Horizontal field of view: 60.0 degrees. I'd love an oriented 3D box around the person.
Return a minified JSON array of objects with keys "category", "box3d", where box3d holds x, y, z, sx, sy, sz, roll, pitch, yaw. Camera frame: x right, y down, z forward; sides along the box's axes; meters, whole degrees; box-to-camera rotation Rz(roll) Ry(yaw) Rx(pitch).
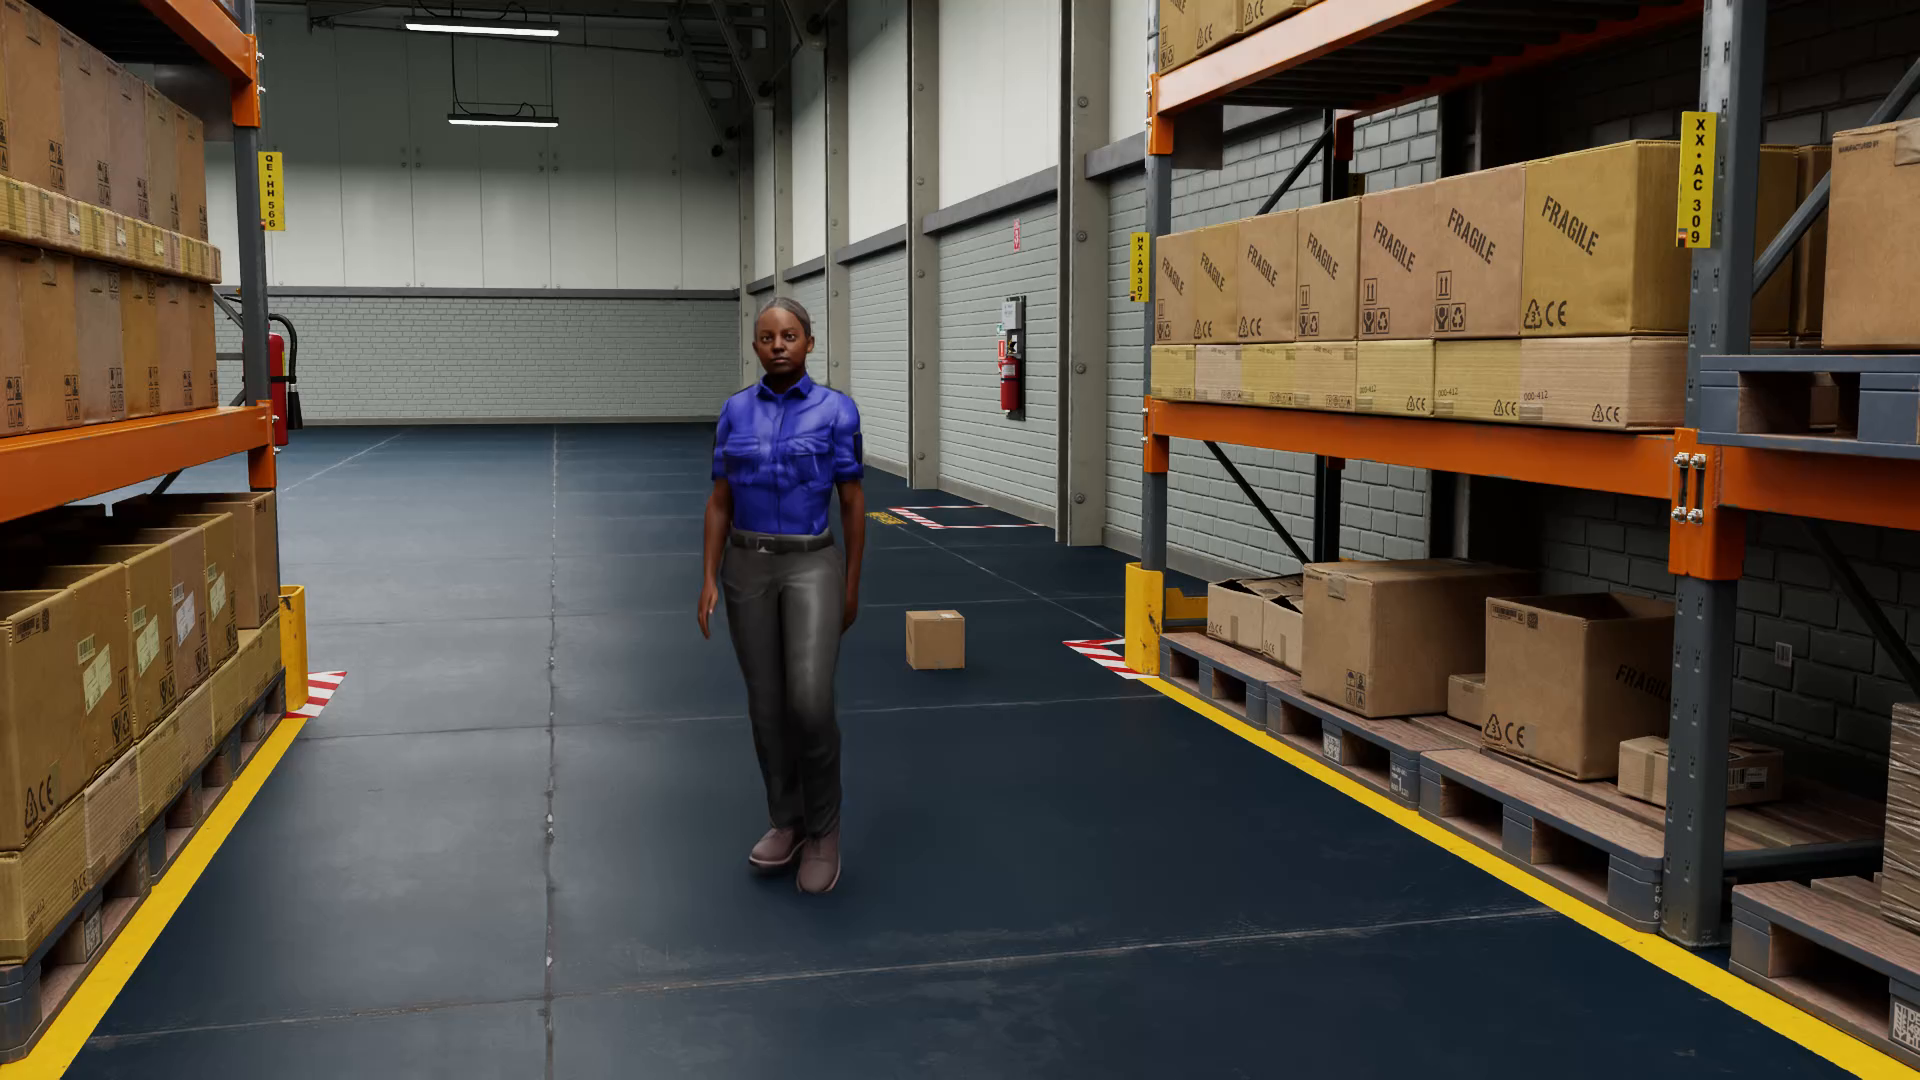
[{"category":"person","box3d":[-0.519,0.159,4.760,0.445,1.699,0.470,1,6,12]}]
